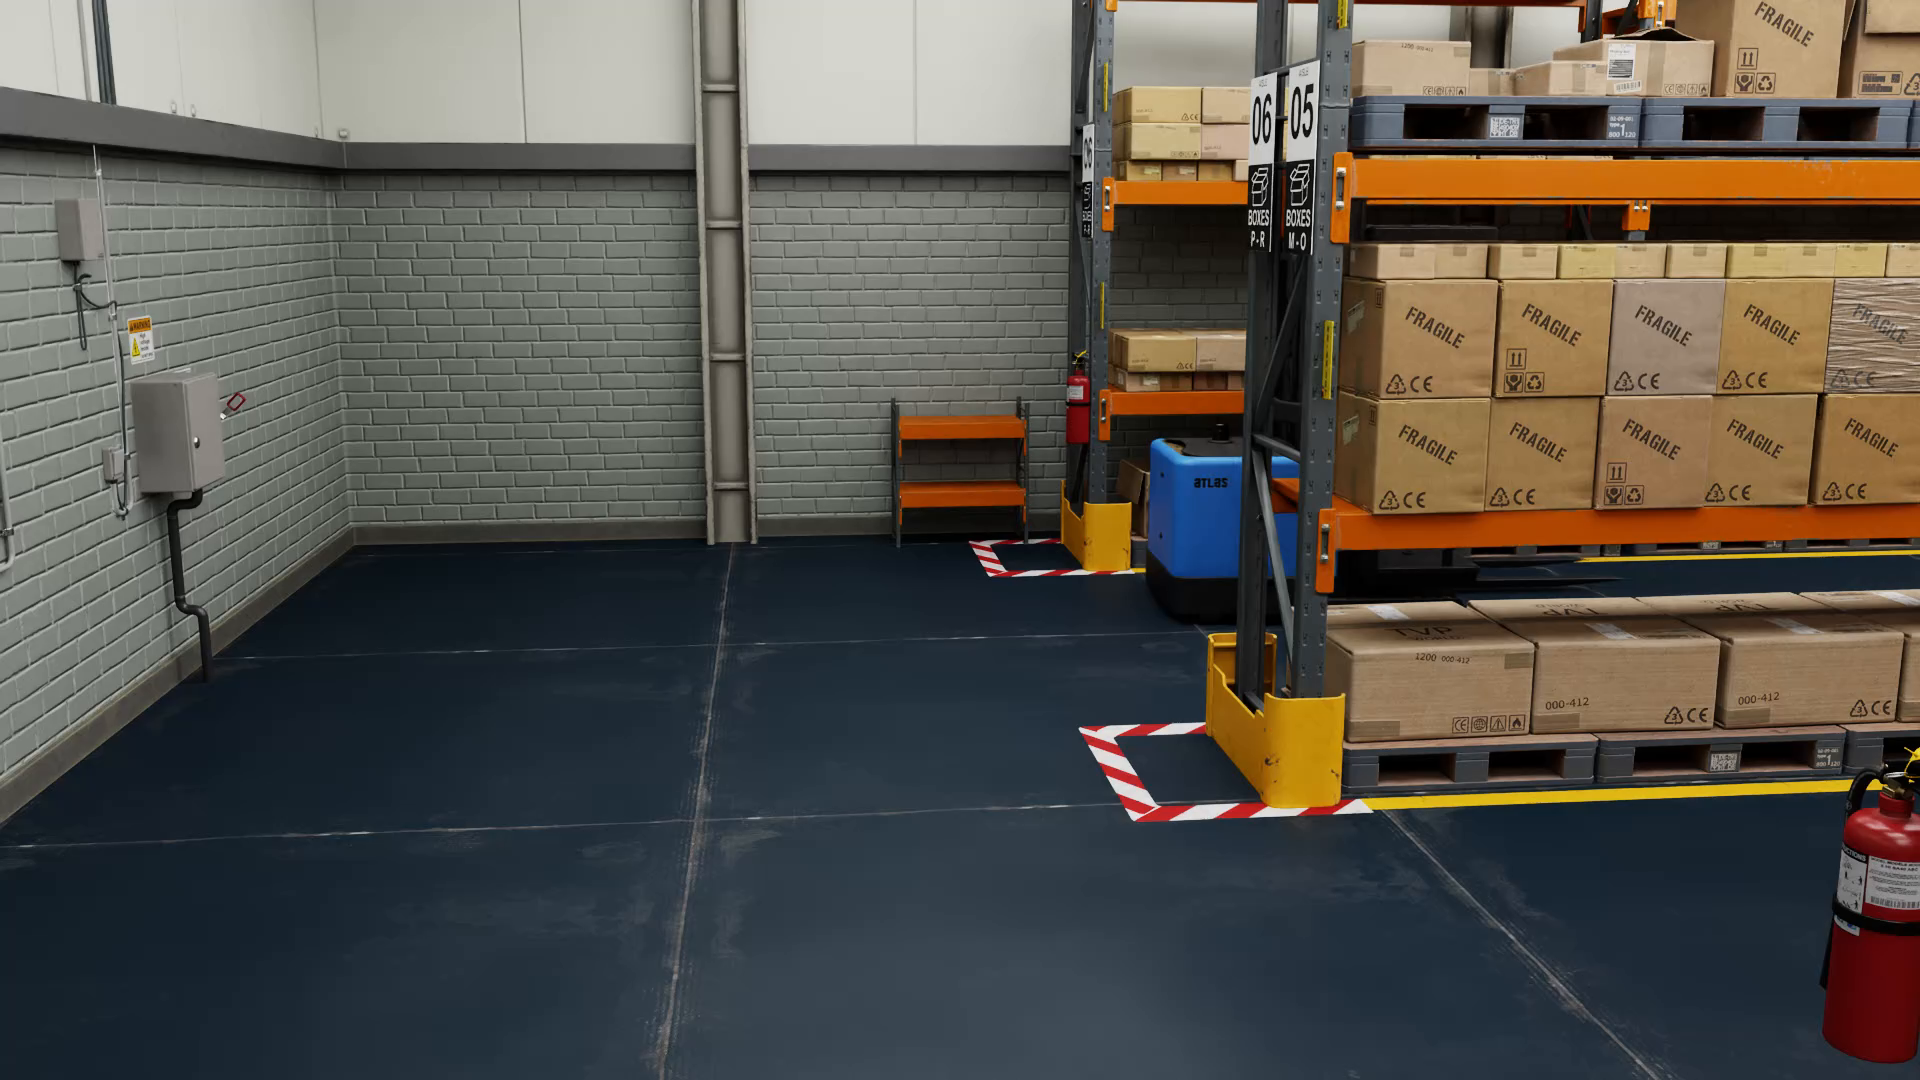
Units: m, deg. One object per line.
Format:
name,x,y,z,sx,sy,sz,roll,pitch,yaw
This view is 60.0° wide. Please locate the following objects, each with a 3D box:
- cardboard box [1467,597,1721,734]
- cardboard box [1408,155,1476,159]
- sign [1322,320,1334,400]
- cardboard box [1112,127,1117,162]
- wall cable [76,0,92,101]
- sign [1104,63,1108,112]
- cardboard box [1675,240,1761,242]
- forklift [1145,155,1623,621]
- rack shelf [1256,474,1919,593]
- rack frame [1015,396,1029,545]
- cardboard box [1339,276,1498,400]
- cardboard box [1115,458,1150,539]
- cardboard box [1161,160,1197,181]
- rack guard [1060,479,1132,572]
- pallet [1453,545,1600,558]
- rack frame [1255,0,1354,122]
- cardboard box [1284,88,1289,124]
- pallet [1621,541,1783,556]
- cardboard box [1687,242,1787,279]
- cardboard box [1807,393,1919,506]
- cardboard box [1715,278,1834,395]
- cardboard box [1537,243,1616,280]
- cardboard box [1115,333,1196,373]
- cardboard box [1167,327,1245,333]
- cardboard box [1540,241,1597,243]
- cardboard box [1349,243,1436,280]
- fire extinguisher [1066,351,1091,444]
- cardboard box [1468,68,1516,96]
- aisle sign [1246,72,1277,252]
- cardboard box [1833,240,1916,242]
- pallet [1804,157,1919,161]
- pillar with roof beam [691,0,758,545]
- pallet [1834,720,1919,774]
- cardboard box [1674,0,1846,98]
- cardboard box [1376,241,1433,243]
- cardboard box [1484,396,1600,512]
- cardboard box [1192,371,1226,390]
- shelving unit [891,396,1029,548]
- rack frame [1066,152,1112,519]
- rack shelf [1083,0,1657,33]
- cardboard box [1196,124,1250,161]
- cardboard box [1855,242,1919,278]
cardboard box,3.047,0.597,8.110,0.875,0.438,0.875,-1,11,-5
cardboard box,3.451,-2.901,12.189,0.500,0.250,0.500,-1,11,-5
sign,1.547,-0.758,6.998,0.005,0.325,0.100,-1,11,-6
cardboard box,1.366,-2.958,12.481,0.500,0.250,0.500,-1,11,-7
wall cable,-4.210,-3.316,6.909,0.029,3.000,2.355,-1,11,-6
sign,1.012,-3.149,11.569,0.005,0.325,0.100,-1,11,-6
cardboard box,3.612,-1.357,7.963,0.250,0.149,0.380,-1,11,-6
forklift,2.822,-1.010,10.907,3.031,2.935,1.130,-1,11,-4
rack shelf,3.481,-0.089,7.912,4.000,0.370,1.077,-1,11,-6
rack frame,0.499,-0.562,13.313,0.032,1.125,0.500,-1,11,-6
cardboard box,2.001,-0.896,7.298,0.500,0.500,0.500,-1,11,-7
cardboard box,1.571,-0.328,12.645,0.637,0.503,0.797,-2,11,-8
cardboard box,1.553,-2.674,12.068,0.250,0.149,0.380,-1,11,-5
rack guard,1.029,-0.128,12.722,0.348,0.500,1.175,-1,11,-6
pallet,4.247,-0.053,13.093,1.213,0.211,1.003,-1,11,-6
rack frame,1.493,-3.344,7.052,0.127,3.000,1.000,-1,11,-6
cardboard box,2.427,-3.123,12.025,0.500,0.250,0.500,-1,11,-7
pallet,5.734,-0.092,13.288,1.213,0.211,1.003,-1,11,-6
cardboard box,3.422,-1.237,7.353,0.250,0.149,0.380,-1,11,-7
cardboard box,4.027,-0.449,7.619,0.500,0.500,0.500,-1,11,-7
cardboard box,3.521,-0.931,7.475,0.500,0.500,0.500,-1,11,-6
cardboard box,2.659,-1.225,7.288,0.250,0.149,0.380,-2,11,-8
cardboard box,1.433,-1.383,12.243,0.500,0.250,0.500,-1,11,-6
cardboard box,1.895,-1.496,12.819,0.500,0.250,0.500,-1,11,-6
cardboard box,2.848,-1.325,7.800,0.250,0.149,0.380,-1,11,-7
cardboard box,1.876,-1.213,7.230,0.250,0.149,0.380,-1,11,-5
fire extinguisher,0.857,-1.040,12.049,0.183,0.674,0.296,-1,11,-6
cardboard box,2.339,-2.055,7.573,0.250,0.149,0.380,-2,11,-10
aisle sign,1.388,-1.734,7.675,0.004,0.787,0.394,-1,11,-6
cardboard box,4.371,-1.370,8.028,0.250,0.149,0.380,-1,11,-6
pallet,6.616,-2.838,12.739,1.003,0.211,1.213,-1,11,-6
pillar with roof beam,-1.360,-3.587,8.288,0.400,9.000,9.100,-1,11,-6
pallet,4.705,0.885,8.319,1.213,0.211,1.003,-1,11,-6
cardboard box,3.513,-2.190,7.349,0.500,0.500,0.500,-1,11,-5
cardboard box,2.078,-1.315,7.746,0.250,0.149,0.380,-1,11,-5
cardboard box,2.501,-0.421,7.473,0.500,0.500,0.500,-1,11,-7
cardboard box,1.815,-1.210,12.398,0.250,0.149,0.380,-1,11,-7
shelving unit,-0.006,-0.552,13.258,1.048,1.125,0.538,-1,11,-6
rack frame,0.953,-1.353,12.472,0.127,3.000,1.000,-1,11,-6
rack shelf,2.941,-3.983,12.175,4.000,0.370,1.077,-1,11,-6
cardboard box,1.927,-2.868,12.023,0.500,0.250,0.500,-1,11,-5
cardboard box,4.180,-1.266,7.498,0.250,0.149,0.380,-1,11,-7
